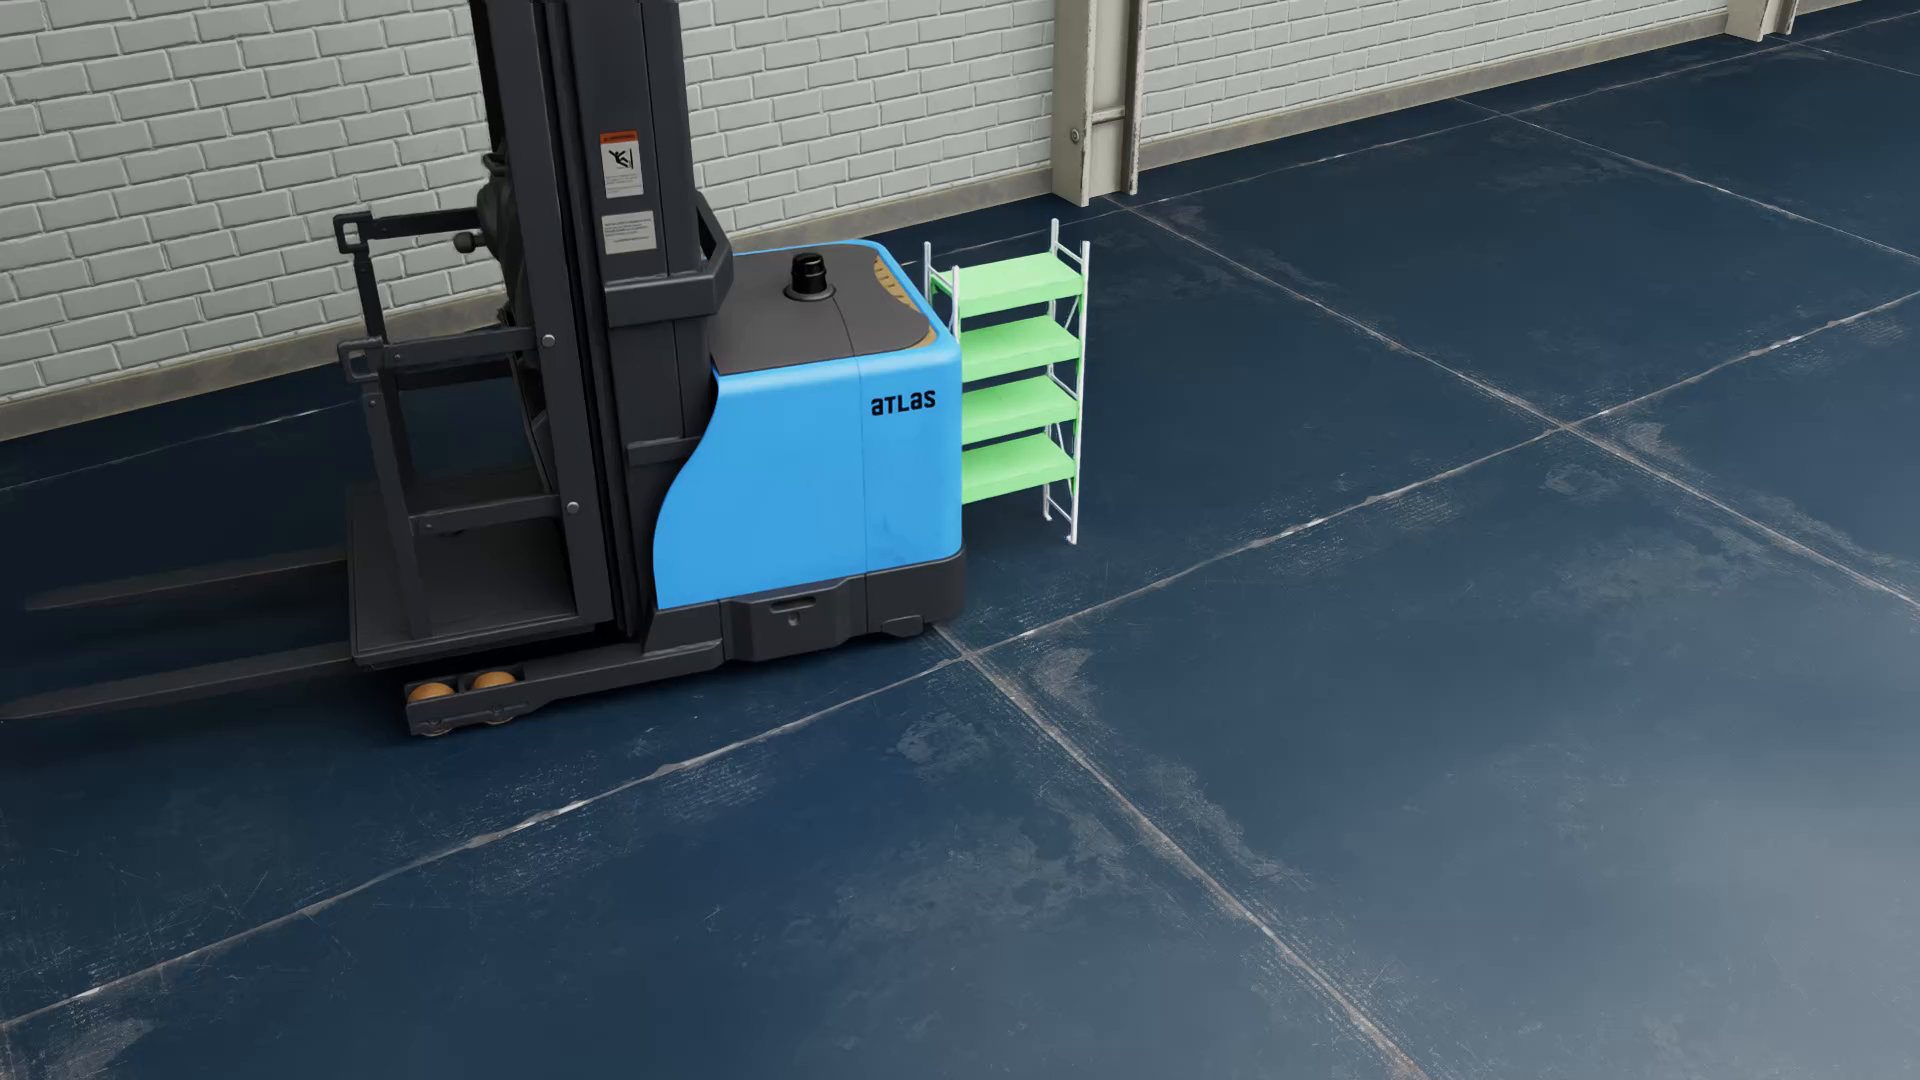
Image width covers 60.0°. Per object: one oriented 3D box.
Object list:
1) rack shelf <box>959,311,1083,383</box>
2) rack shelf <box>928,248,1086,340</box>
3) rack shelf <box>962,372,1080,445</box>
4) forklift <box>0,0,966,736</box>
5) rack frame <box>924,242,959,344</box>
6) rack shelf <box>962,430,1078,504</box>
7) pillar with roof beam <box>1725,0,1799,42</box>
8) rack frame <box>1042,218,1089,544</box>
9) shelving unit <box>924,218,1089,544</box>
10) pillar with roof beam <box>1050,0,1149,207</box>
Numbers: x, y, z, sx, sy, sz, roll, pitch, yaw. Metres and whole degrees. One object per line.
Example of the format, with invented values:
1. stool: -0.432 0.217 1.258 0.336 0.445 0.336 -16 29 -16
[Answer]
1. rack shelf: 0.157 -0.642 5.813 0.480 0.148 0.258 -14 35 -22
2. rack shelf: 0.157 -0.845 5.685 0.480 0.148 0.258 -14 35 -22
3. rack shelf: 0.157 -0.439 5.941 0.480 0.148 0.258 -14 35 -22
4. forklift: -1.555 -0.936 4.986 3.031 2.935 1.130 -10 34 -15
5. rack frame: -0.063 -0.436 5.817 0.015 1.200 0.240 -14 35 -22
6. rack shelf: 0.157 -0.236 6.069 0.480 0.148 0.258 -14 35 -22
7. pillar with roof beam: 8.124 -5.570 6.645 0.400 9.000 9.100 -19 37 -27
8. rack frame: 0.377 -0.550 5.997 0.015 1.200 0.240 -14 35 -22
9. shelving unit: 0.157 -0.493 5.907 0.503 1.200 0.258 -14 35 -22
10. pillar with roof beam: 3.081 -3.835 3.895 0.400 9.000 9.100 -19 37 -27
